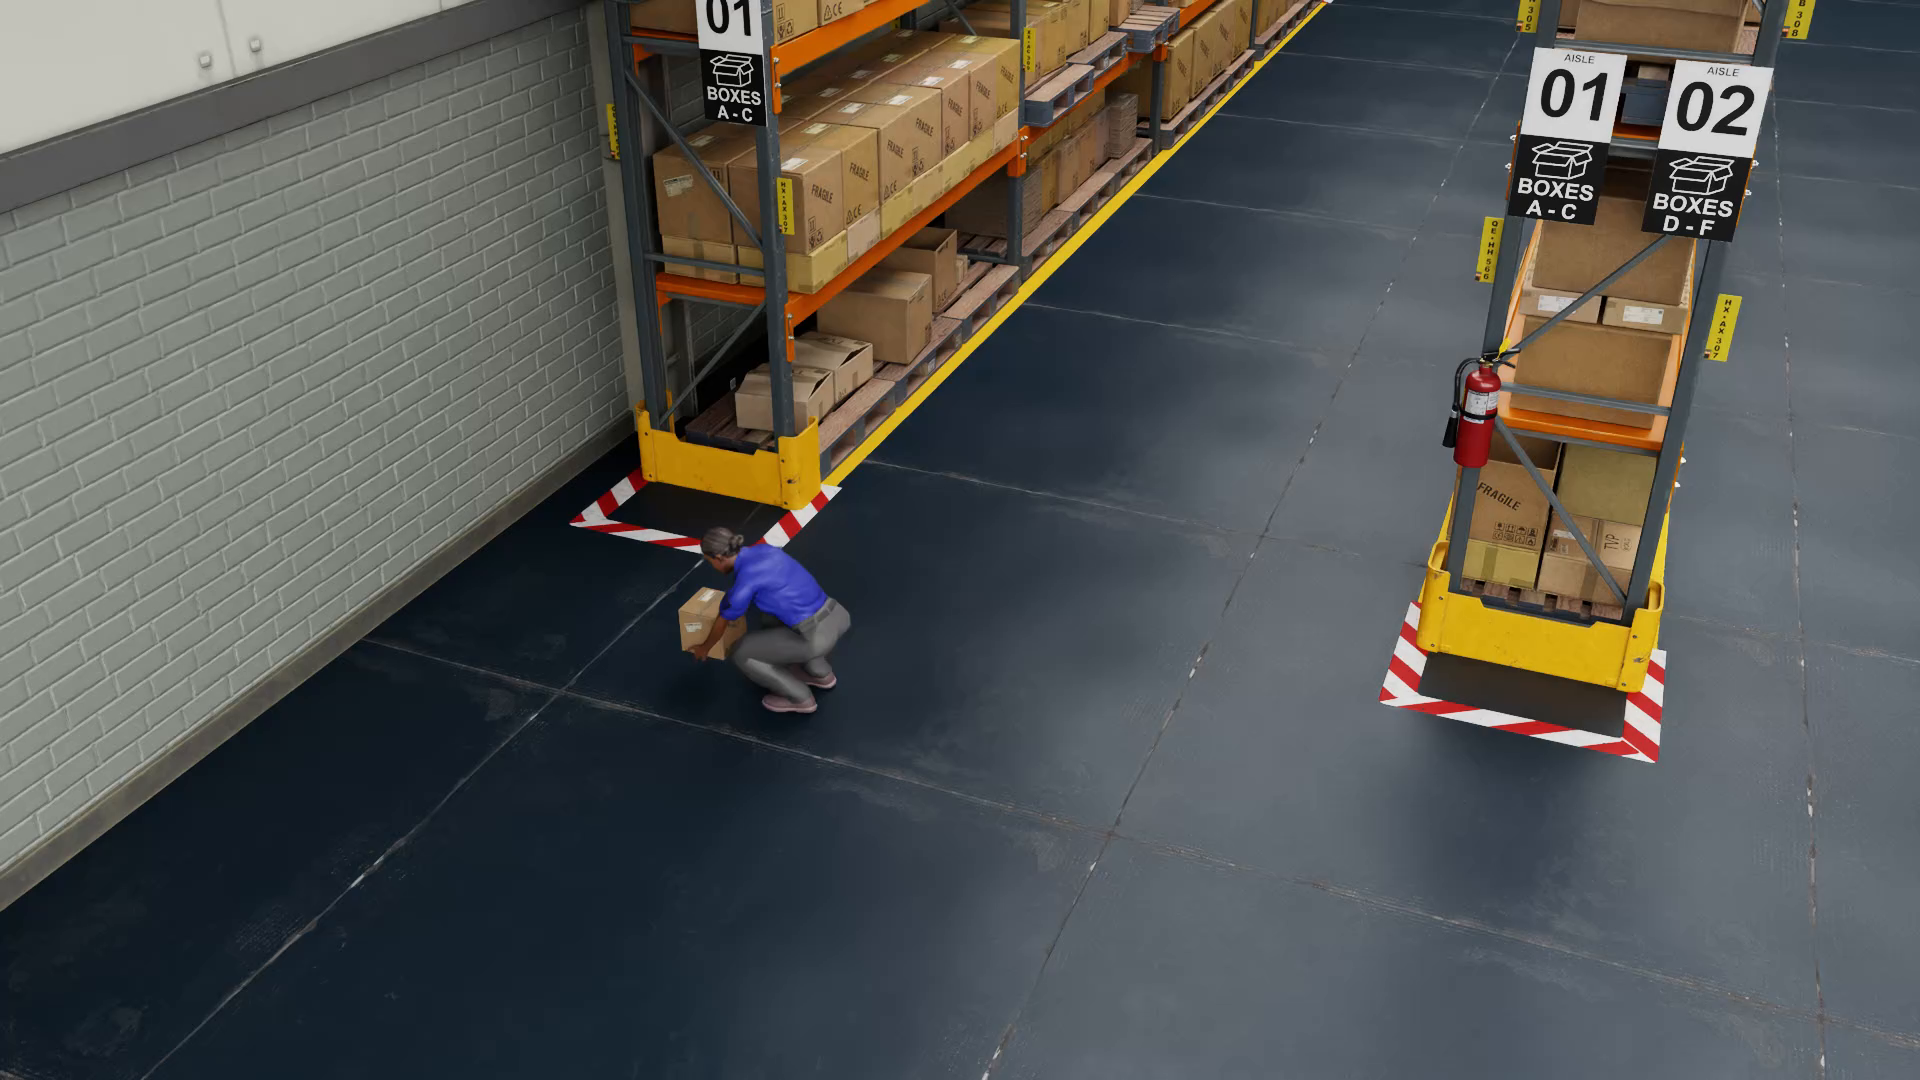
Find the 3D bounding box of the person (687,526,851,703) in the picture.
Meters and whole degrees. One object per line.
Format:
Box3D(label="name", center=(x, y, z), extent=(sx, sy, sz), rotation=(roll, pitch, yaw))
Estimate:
Box3D(label="person", center=(-0.979, 0.353, 8.463), extent=(0.835, 0.905, 0.462), rotation=(11, 32, 18))
